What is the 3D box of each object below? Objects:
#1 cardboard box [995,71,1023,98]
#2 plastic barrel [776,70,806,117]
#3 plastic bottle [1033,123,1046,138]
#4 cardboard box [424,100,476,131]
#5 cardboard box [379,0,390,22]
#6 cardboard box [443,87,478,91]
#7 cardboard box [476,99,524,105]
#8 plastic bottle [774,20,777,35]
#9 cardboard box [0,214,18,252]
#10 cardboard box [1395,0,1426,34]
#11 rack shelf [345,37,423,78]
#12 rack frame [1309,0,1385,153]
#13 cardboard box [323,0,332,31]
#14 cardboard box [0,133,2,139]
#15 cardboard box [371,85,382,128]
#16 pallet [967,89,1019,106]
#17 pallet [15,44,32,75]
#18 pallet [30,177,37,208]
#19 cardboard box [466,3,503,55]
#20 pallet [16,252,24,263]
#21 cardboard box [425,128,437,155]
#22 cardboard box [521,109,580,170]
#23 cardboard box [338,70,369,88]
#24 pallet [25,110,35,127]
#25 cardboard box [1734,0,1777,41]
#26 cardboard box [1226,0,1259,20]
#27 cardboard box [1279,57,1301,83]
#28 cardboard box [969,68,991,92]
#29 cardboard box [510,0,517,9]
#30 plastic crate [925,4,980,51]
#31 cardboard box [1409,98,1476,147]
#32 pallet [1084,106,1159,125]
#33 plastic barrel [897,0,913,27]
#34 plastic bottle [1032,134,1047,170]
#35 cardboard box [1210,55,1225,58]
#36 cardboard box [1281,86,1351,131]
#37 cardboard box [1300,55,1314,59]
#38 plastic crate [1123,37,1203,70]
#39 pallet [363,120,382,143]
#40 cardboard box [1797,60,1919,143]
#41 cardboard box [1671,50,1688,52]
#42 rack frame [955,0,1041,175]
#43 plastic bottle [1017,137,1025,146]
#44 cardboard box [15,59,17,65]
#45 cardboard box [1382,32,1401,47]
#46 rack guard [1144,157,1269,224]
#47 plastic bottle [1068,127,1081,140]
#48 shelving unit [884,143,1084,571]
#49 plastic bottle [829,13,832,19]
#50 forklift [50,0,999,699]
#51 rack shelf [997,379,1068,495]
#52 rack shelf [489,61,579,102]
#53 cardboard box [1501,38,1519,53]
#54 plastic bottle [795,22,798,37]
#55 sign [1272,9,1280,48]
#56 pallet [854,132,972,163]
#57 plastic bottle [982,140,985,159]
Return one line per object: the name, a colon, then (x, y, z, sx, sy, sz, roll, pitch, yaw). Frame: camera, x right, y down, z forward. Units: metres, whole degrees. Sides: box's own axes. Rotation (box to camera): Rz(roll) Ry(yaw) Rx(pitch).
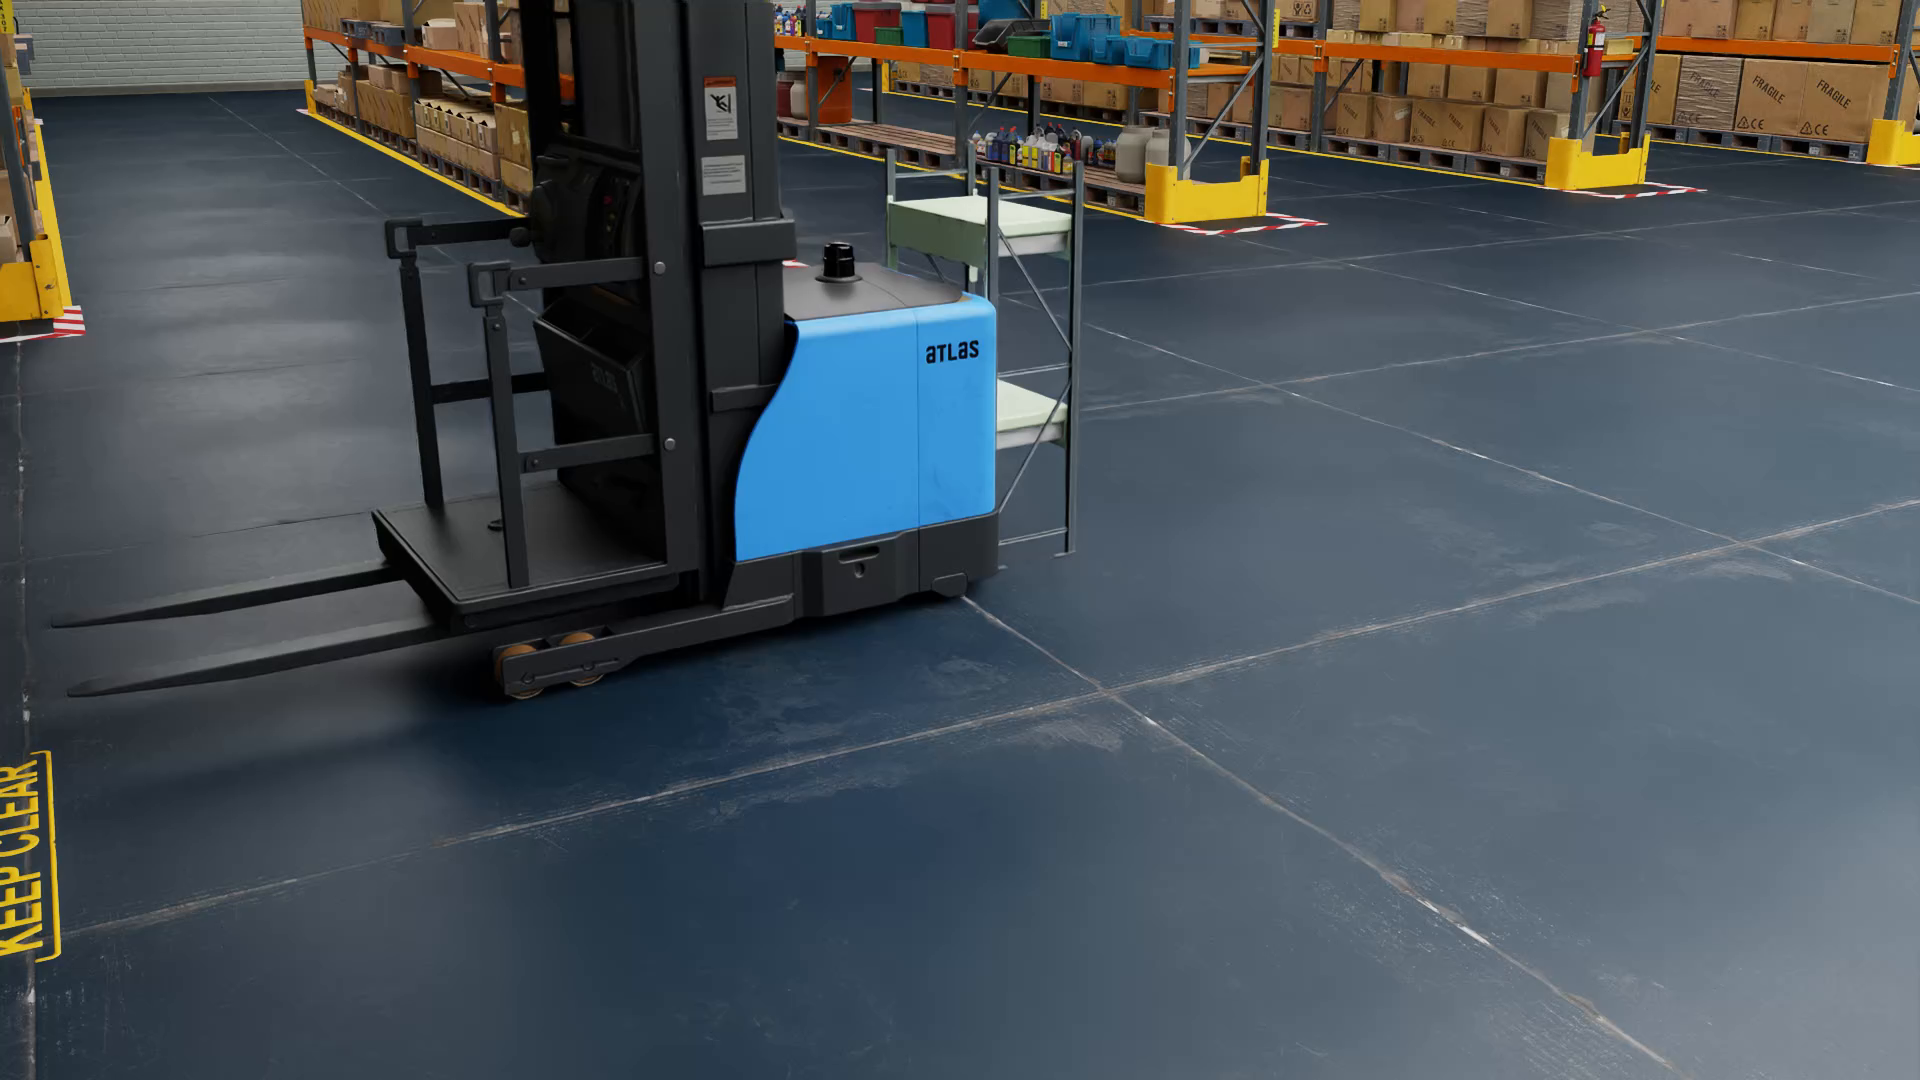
cardboard box: (1.297, -7.569, 26.582, 1.225, 0.875, 0.875, -10, 21, -26)
plastic barrel: (-2.267, -6.161, 22.940, 0.600, 0.588, 0.708, -10, 21, -27)
plastic bottle: (0.848, -4.285, 17.838, 0.144, 0.351, 0.185, -10, 21, -27)
cardboard box: (-5.598, -4.693, 18.344, 0.500, 0.311, 0.500, -11, 22, -28)
cardboard box: (-6.851, -6.770, 20.857, 0.700, 0.500, 0.500, -17, 25, -40)
cardboard box: (-6.297, -5.370, 20.751, 0.500, 0.500, 0.500, -10, 22, -27)
cardboard box: (-5.127, -4.777, 18.590, 0.500, 0.311, 0.500, -10, 22, -27)
plastic bottle: (-2.431, -6.838, 22.155, 0.097, 0.201, 0.097, 0, 19, 0)
cardboard box: (-6.924, -2.122, 11.631, 0.500, 0.311, 0.500, -8, 21, -22)
cardboard box: (5.466, -6.031, 18.902, 0.875, 0.500, 0.500, -10, 21, -27)
rack shelf: (-6.795, -6.108, 20.837, 1.077, 0.370, 4.000, -10, 21, -27)
rack frame: (4.774, -6.259, 20.172, 1.000, 3.000, 0.127, -10, 21, -27)
cardboard box: (-8.700, -7.468, 23.523, 0.500, 0.500, 0.500, -9, 21, -25)
cardboard box: (-9.164, -3.486, 15.292, 0.700, 0.500, 0.500, -10, 21, -26)
cardboard box: (-7.235, -5.576, 21.350, 0.500, 0.500, 0.500, -10, 21, -26)
pallet: (0.683, -7.468, 27.950, 1.003, 0.211, 1.213, -10, 21, -27)
pallet: (-8.538, -4.109, 14.234, 1.003, 0.211, 1.213, -10, 21, -27)
pallet: (-9.258, -3.213, 15.620, 1.003, 0.211, 1.213, -10, 21, -27)
cardboard box: (-4.784, -5.291, 17.213, 0.500, 0.500, 0.500, -10, 21, -27)
pallet: (-6.795, -1.751, 11.384, 1.003, 0.211, 1.213, -10, 21, -27)
cardboard box: (-5.615, -4.433, 18.451, 0.500, 0.250, 0.500, -11, 22, -28)
cardboard box: (-3.526, -3.510, 14.628, 0.500, 0.500, 0.500, -10, 21, -27)
cardboard box: (-8.641, -6.589, 24.280, 0.797, 0.503, 0.637, -10, 21, -27)
pallet: (-13.553, -5.867, 23.309, 1.003, 0.211, 1.213, -10, 21, -27)
cardboard box: (10.147, -6.501, 20.643, 0.875, 0.550, 0.500, -10, 21, -27)
cardboard box: (3.870, -6.990, 21.487, 0.797, 0.503, 0.637, -8, 20, -21)
cardboard box: (5.759, -7.907, 28.136, 0.500, 0.500, 0.500, -9, 21, -24)
cardboard box: (0.733, -7.952, 27.690, 0.875, 0.875, 0.875, -10, 21, -27)
cardboard box: (-3.869, -4.901, 15.087, 0.380, 0.149, 0.250, -10, 21, -26)
plastic crate: (-0.084, -5.614, 18.204, 0.402, 0.464, 0.583, -10, 21, -27)
cardboard box: (5.572, -4.826, 19.206, 0.500, 0.500, 0.500, -12, 22, -31)
pallet: (2.567, -6.327, 24.644, 1.003, 0.211, 1.213, -10, 21, -27)
plastic barrel: (-0.607, -6.310, 20.148, 0.421, 0.512, 0.421, 0, 19, 0)
plastic bottle: (0.813, -3.922, 16.786, 0.144, 0.351, 0.185, -9, 21, -24)
cardboard box: (4.710, -8.626, 29.847, 0.380, 0.149, 0.250, -10, 22, -27)
cardboard box: (4.502, -5.465, 21.028, 0.700, 0.500, 0.500, -12, 22, -31)
cardboard box: (6.000, -8.114, 27.585, 0.500, 0.250, 0.500, -9, 21, -25)
plastic crate: (1.814, -4.371, 14.927, 0.499, 0.251, 0.616, -10, 21, -27)
pallet: (-7.325, -5.476, 22.179, 1.003, 0.211, 1.213, -10, 21, -27)
cardboard box: (10.707, -5.229, 19.799, 0.875, 0.875, 0.875, -10, 21, -26)
cardboard box: (14.357, -9.552, 32.904, 0.500, 0.500, 0.500, -10, 22, -27)
rack frame: (0.416, -5.492, 17.949, 1.000, 3.000, 0.127, -10, 21, -27)
plastic bottle: (0.626, -4.024, 17.202, 0.097, 0.271, 0.097, 0, 19, 0)
cardboard box: (-6.852, -3.231, 11.596, 0.500, 0.250, 0.500, -10, 22, -28)
cardboard box: (5.072, -5.742, 19.060, 0.380, 0.149, 0.250, -10, 21, -27)
rack guard: (2.237, -3.177, 15.071, 1.175, 0.500, 0.348, -10, 21, -27)
plastic bottle: (1.220, -4.160, 17.474, 0.144, 0.351, 0.185, -10, 21, -27)
shelving unit: (0.078, -0.724, 6.432, 0.431, 1.500, 0.755, -11, 22, -30)
plastic bottle: (-1.709, -6.915, 22.269, 0.097, 0.271, 0.097, 0, 19, 0)
forklift: (-1.387, -1.085, 5.283, 3.031, 2.935, 1.130, -11, 22, -29)
rack shelf: (0.078, -0.416, 6.538, 0.431, 0.370, 0.720, -11, 22, -30)
rack shelf: (-2.996, -3.812, 14.182, 1.077, 0.370, 4.000, -10, 21, -27)
cardboard box: (5.970, -5.252, 17.638, 0.380, 0.149, 0.250, -10, 21, -27)
plastic bottle: (-2.090, -6.632, 21.558, 0.097, 0.201, 0.097, 0, 19, 0)
sign: (2.801, -4.559, 14.819, 0.100, 0.325, 0.005, -10, 21, -27)
pallet: (-0.575, -4.744, 20.056, 1.003, 0.211, 1.213, -10, 21, -27)
plastic bottle: (0.278, -4.159, 17.702, 0.097, 0.201, 0.097, 0, 19, 0)
